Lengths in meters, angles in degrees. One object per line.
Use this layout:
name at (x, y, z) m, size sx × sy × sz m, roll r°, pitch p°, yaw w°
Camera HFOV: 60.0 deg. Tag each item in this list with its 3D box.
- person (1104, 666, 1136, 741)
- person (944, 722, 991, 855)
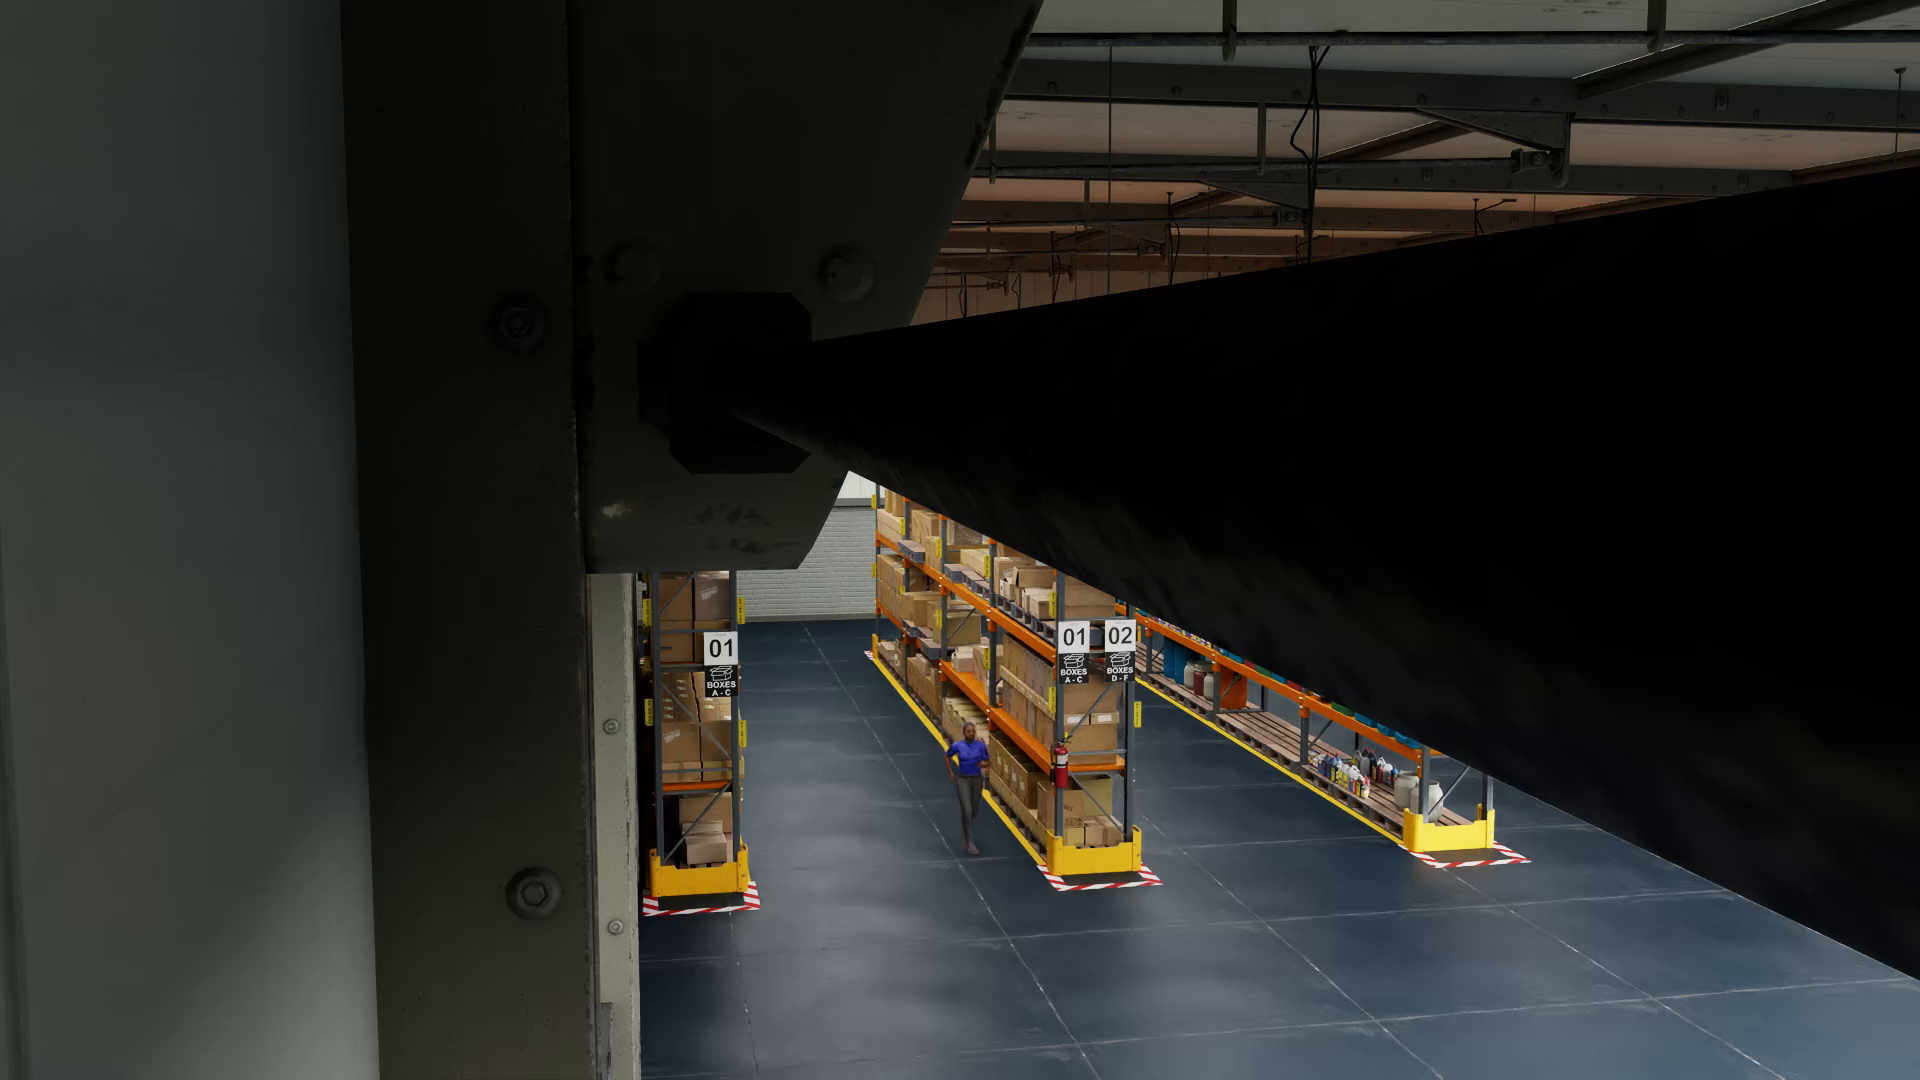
person at (2.746, 2.533, 28.674) m, size 0.631 × 1.716 × 0.943 m, roll -2°, pitch 6°, yaw -22°
person at (0.119, 3.228, 22.017) m, size 0.572 × 1.653 × 0.935 m, roll -2°, pitch 6°, yaw -17°
